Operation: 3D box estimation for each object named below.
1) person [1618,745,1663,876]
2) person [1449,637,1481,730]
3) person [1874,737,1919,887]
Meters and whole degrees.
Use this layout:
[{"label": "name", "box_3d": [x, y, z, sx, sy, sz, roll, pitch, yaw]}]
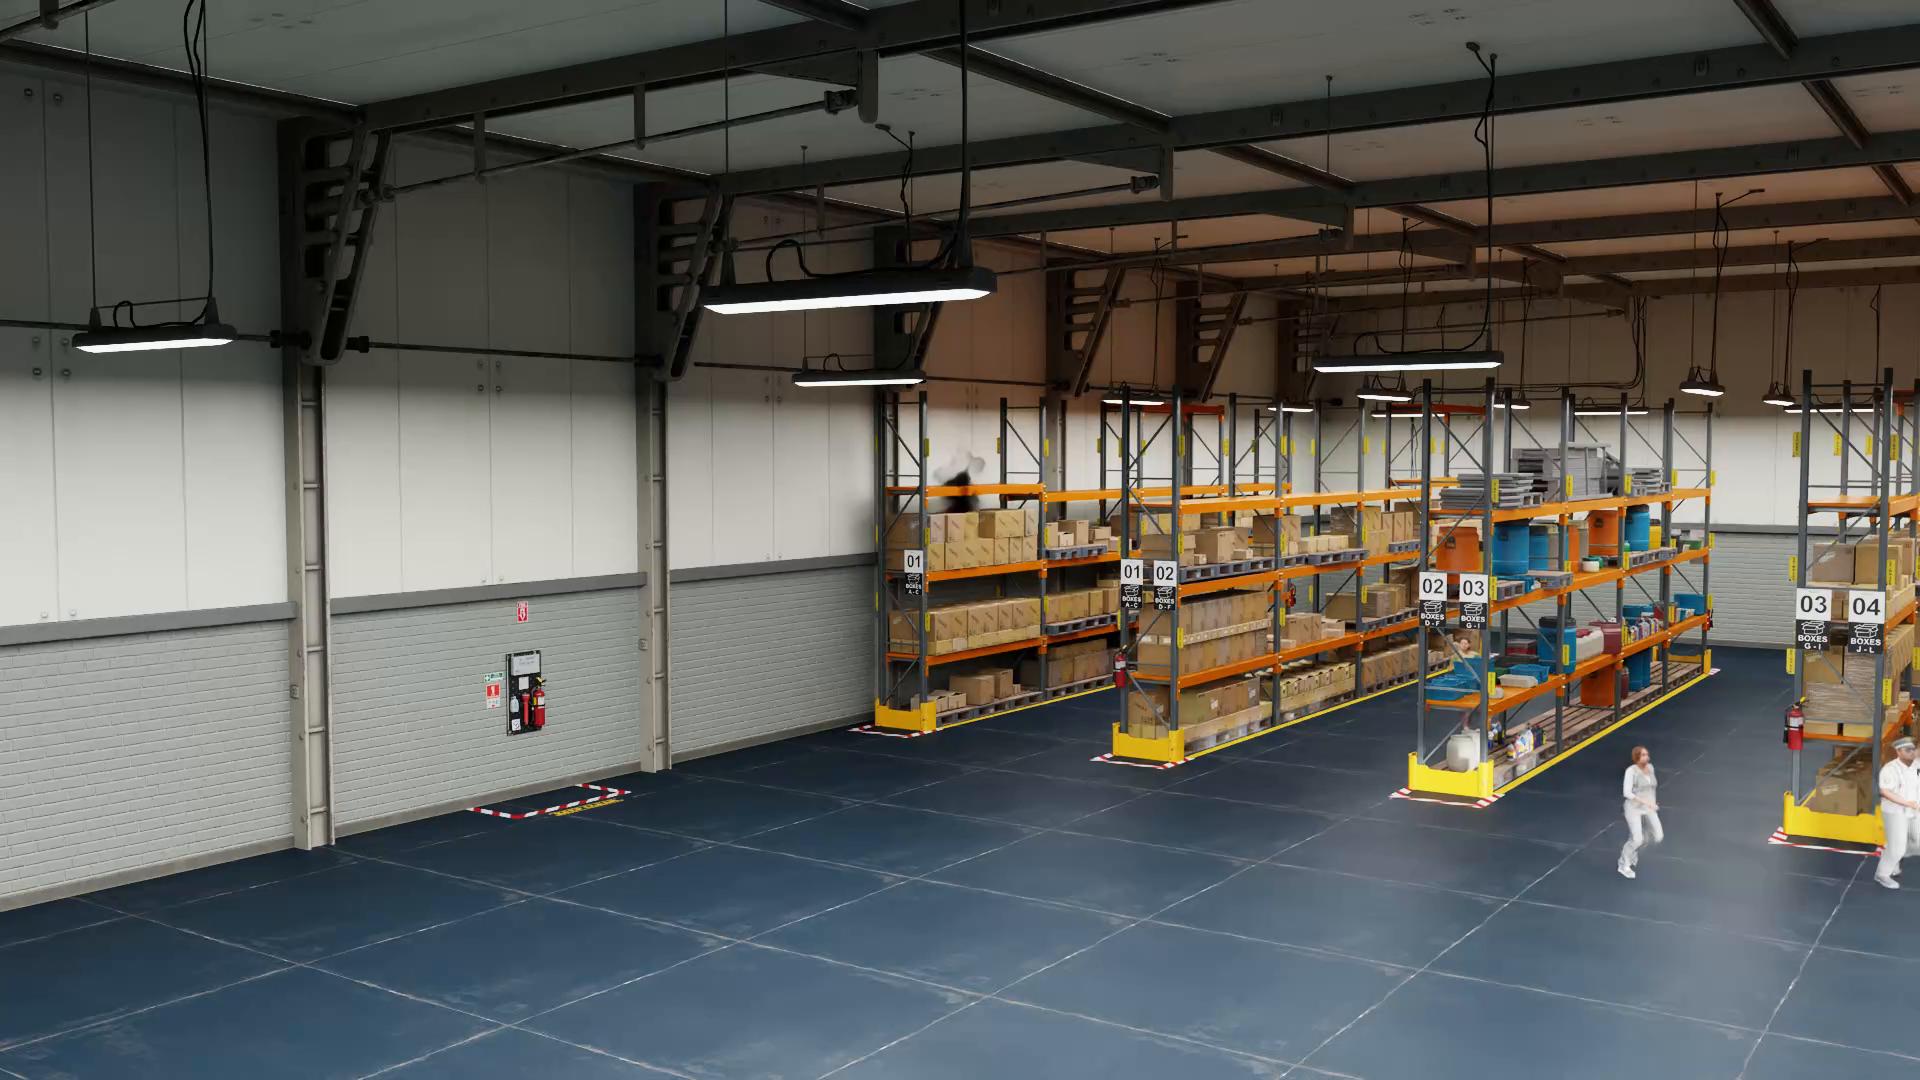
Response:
[{"label": "person", "box_3d": [7.928, 3.156, 19.296, 0.567, 1.555, 0.630, -1, 3, -20]}, {"label": "person", "box_3d": [8.897, 2.541, 29.300, 0.544, 1.698, 0.881, 2, 4, 29]}, {"label": "person", "box_3d": [10.748, 3.086, 18.850, 0.693, 1.742, 0.676, -1, 3, -15]}]
